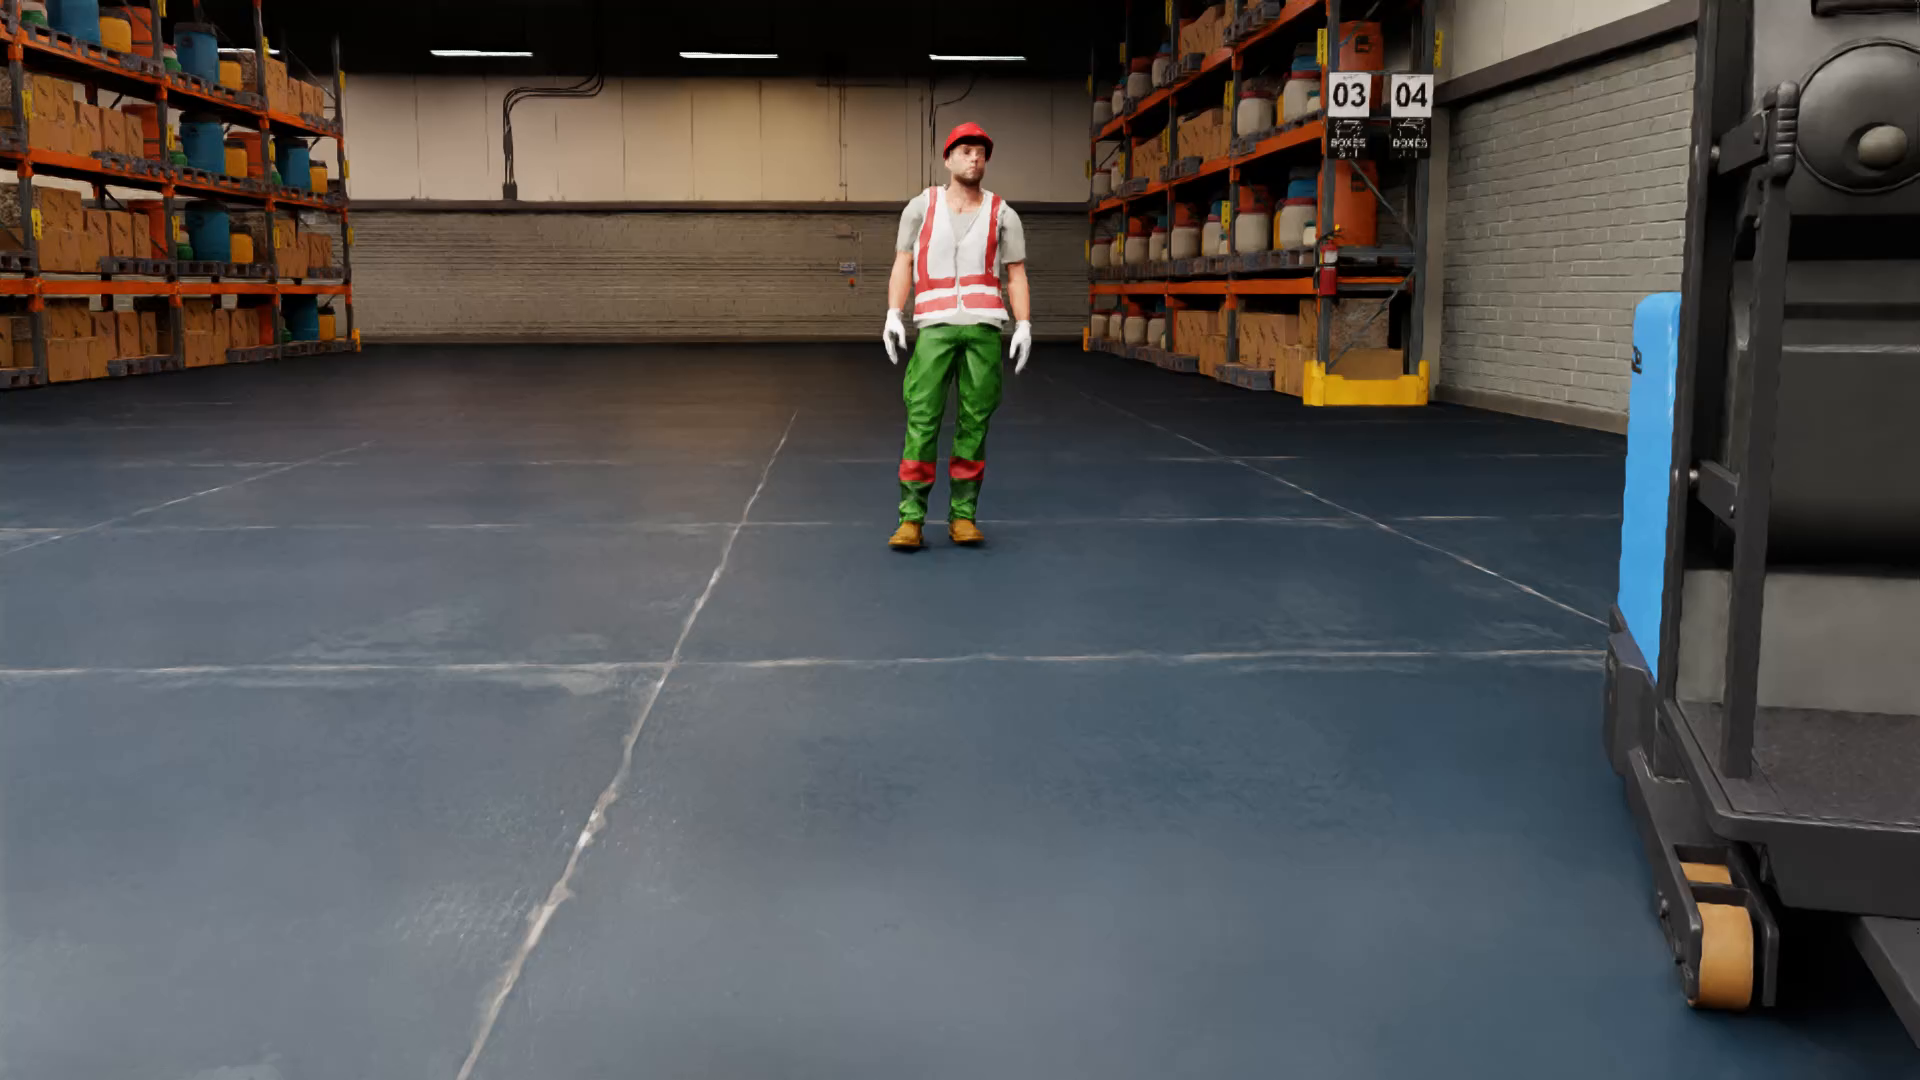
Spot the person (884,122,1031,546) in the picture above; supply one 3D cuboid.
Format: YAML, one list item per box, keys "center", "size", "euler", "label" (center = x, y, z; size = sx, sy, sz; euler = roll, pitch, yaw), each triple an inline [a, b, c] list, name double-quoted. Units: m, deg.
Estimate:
- center: [-0.006, -0.880, 7.097]
  size: [0.637, 1.787, 0.563]
  euler: [-1, 8, -4]
  label: "person"

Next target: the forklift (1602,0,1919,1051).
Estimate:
- center: [1.708, -0.759, 2.443]
  size: [1.130, 2.935, 3.031]
  euler: [2, 9, 16]
  label: "forklift"
